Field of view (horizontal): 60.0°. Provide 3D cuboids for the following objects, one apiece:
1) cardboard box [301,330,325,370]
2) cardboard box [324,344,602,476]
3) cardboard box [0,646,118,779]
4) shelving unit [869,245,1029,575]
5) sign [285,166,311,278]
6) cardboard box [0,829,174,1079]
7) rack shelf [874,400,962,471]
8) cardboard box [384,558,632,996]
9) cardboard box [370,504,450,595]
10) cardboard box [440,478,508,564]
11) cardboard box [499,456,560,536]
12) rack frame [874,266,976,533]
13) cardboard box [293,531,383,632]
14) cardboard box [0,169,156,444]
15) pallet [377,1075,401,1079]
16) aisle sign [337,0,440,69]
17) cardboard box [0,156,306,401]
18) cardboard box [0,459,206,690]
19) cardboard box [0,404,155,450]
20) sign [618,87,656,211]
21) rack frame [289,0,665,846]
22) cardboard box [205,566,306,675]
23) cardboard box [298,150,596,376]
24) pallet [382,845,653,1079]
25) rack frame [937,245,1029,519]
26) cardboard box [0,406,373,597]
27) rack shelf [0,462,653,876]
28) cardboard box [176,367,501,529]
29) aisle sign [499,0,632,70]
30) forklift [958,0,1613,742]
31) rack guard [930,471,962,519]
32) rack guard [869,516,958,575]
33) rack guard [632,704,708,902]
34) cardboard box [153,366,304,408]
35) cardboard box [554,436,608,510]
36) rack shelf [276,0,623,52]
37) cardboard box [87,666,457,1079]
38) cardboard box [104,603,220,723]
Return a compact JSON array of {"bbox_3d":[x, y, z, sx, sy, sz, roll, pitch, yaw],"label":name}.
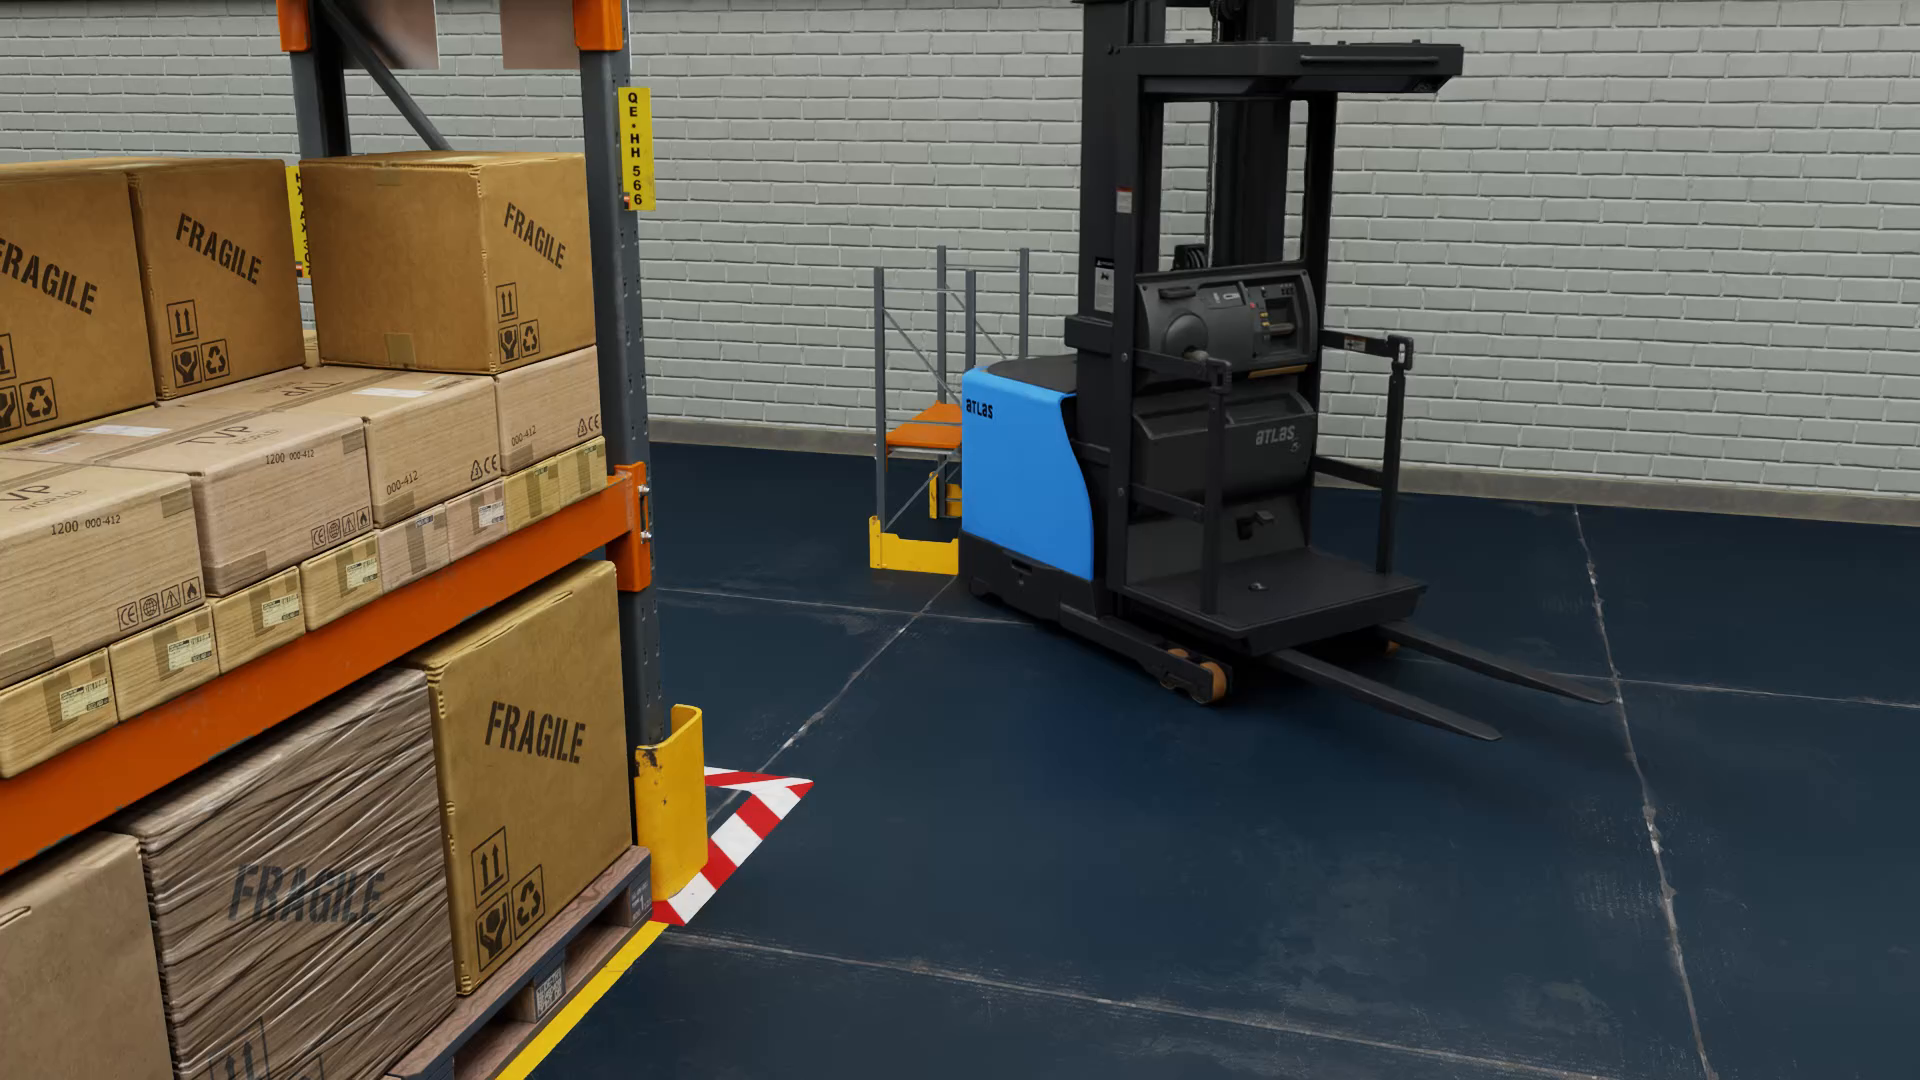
[{"bbox_3d":[-1.791,-0.401,4.477,0.500,0.250,0.500,4,16,14],"label":"cardboard box"},{"bbox_3d":[-1.279,-0.359,4.326,0.500,0.250,0.500,4,16,15],"label":"cardboard box"},{"bbox_3d":[-1.688,0.273,2.831,0.380,0.149,0.250,4,16,14],"label":"cardboard box"},{"bbox_3d":[-0.022,-0.702,8.554,0.587,1.500,1.083,5,16,16],"label":"shelving unit"},{"bbox_3d":[-1.926,-0.934,4.894,0.100,0.325,0.005,5,16,16],"label":"sign"},{"bbox_3d":[-2.013,1.030,2.826,0.875,0.875,0.875,5,16,16],"label":"cardboard box"},{"bbox_3d":[-0.024,-0.526,8.595,0.538,0.185,1.000,5,16,16],"label":"rack shelf"},{"bbox_3d":[-1.501,0.559,4.486,0.875,0.875,0.875,5,16,16],"label":"cardboard box"},{"bbox_3d":[-1.398,0.004,3.779,0.380,0.149,0.250,5,17,17],"label":"cardboard box"},{"bbox_3d":[-1.327,-0.061,4.009,0.380,0.149,0.250,5,16,16],"label":"cardboard box"},{"bbox_3d":[-1.254,-0.127,4.241,0.380,0.149,0.250,5,17,16],"label":"cardboard box"},{"bbox_3d":[-0.169,-0.566,8.077,0.500,1.500,0.032,5,16,16],"label":"rack frame"},{"bbox_3d":[-1.470,0.072,3.539,0.380,0.149,0.250,4,16,15],"label":"cardboard box"},{"bbox_3d":[-2.075,-0.495,3.434,0.500,0.500,0.500,4,16,14],"label":"cardboard box"},{"bbox_3d":[-1.897,1.440,3.366,1.003,0.211,1.213,5,16,16],"label":"pallet"},{"bbox_3d":[-1.663,-1.728,4.660,0.394,0.787,0.004,5,16,16],"label":"aisle sign"},{"bbox_3d":[-1.933,-0.631,3.913,0.500,0.500,0.500,4,16,15],"label":"cardboard box"},{"bbox_3d":[-1.712,0.044,2.907,0.500,0.250,0.500,5,16,16],"label":"cardboard box"},{"bbox_3d":[-2.079,-0.134,3.533,0.500,0.250,0.500,4,16,14],"label":"cardboard box"},{"bbox_3d":[-0.880,-1.060,4.514,0.100,0.325,0.005,5,16,16],"label":"sign"},{"bbox_3d":[-1.396,-0.435,4.866,1.000,3.000,0.127,5,16,16],"label":"rack frame"},{"bbox_3d":[-1.544,0.140,3.300,0.380,0.149,0.250,5,16,16],"label":"cardboard box"},{"bbox_3d":[-1.282,-0.719,4.222,0.500,0.500,0.500,5,17,17],"label":"cardboard box"},{"bbox_3d":[-1.548,1.122,4.487,1.003,0.211,1.213,5,16,16],"label":"pallet"},{"bbox_3d":[0.120,-0.832,9.015,0.500,1.500,0.032,5,16,16],"label":"rack frame"},{"bbox_3d":[-1.568,-0.093,3.389,0.500,0.250,0.500,4,16,14],"label":"cardboard box"},{"bbox_3d":[-1.964,0.434,3.119,1.077,0.370,4.000,5,16,16],"label":"rack shelf"},{"bbox_3d":[-1.424,-0.226,3.858,0.500,0.250,0.500,4,16,15],"label":"cardboard box"},{"bbox_3d":[-1.088,-1.681,4.495,0.394,0.787,0.004,5,16,16],"label":"aisle sign"},{"bbox_3d":[1.231,-0.911,6.670,1.130,2.935,3.031,-10,19,-32],"label":"forklift"},{"bbox_3d":[0.120,-0.231,9.184,0.587,0.250,0.087,5,16,16],"label":"rack guard"},{"bbox_3d":[-0.163,0.030,8.266,0.587,0.250,0.087,5,16,16],"label":"rack guard"},{"bbox_3d":[-1.389,0.761,5.229,1.175,0.500,0.348,5,16,16],"label":"rack guard"},{"bbox_3d":[-1.933,-0.265,3.996,0.500,0.250,0.500,4,16,15],"label":"cardboard box"},{"bbox_3d":[-1.182,-0.195,4.482,0.380,0.149,0.250,5,17,17],"label":"cardboard box"},{"bbox_3d":[-1.964,-1.009,2.710,1.077,0.370,4.000,5,16,16],"label":"rack shelf"},{"bbox_3d":[-1.760,0.797,3.647,0.875,0.875,0.875,5,16,16],"label":"cardboard box"},{"bbox_3d":[-1.616,0.205,3.072,0.380,0.149,0.250,5,17,17],"label":"cardboard box"}]
